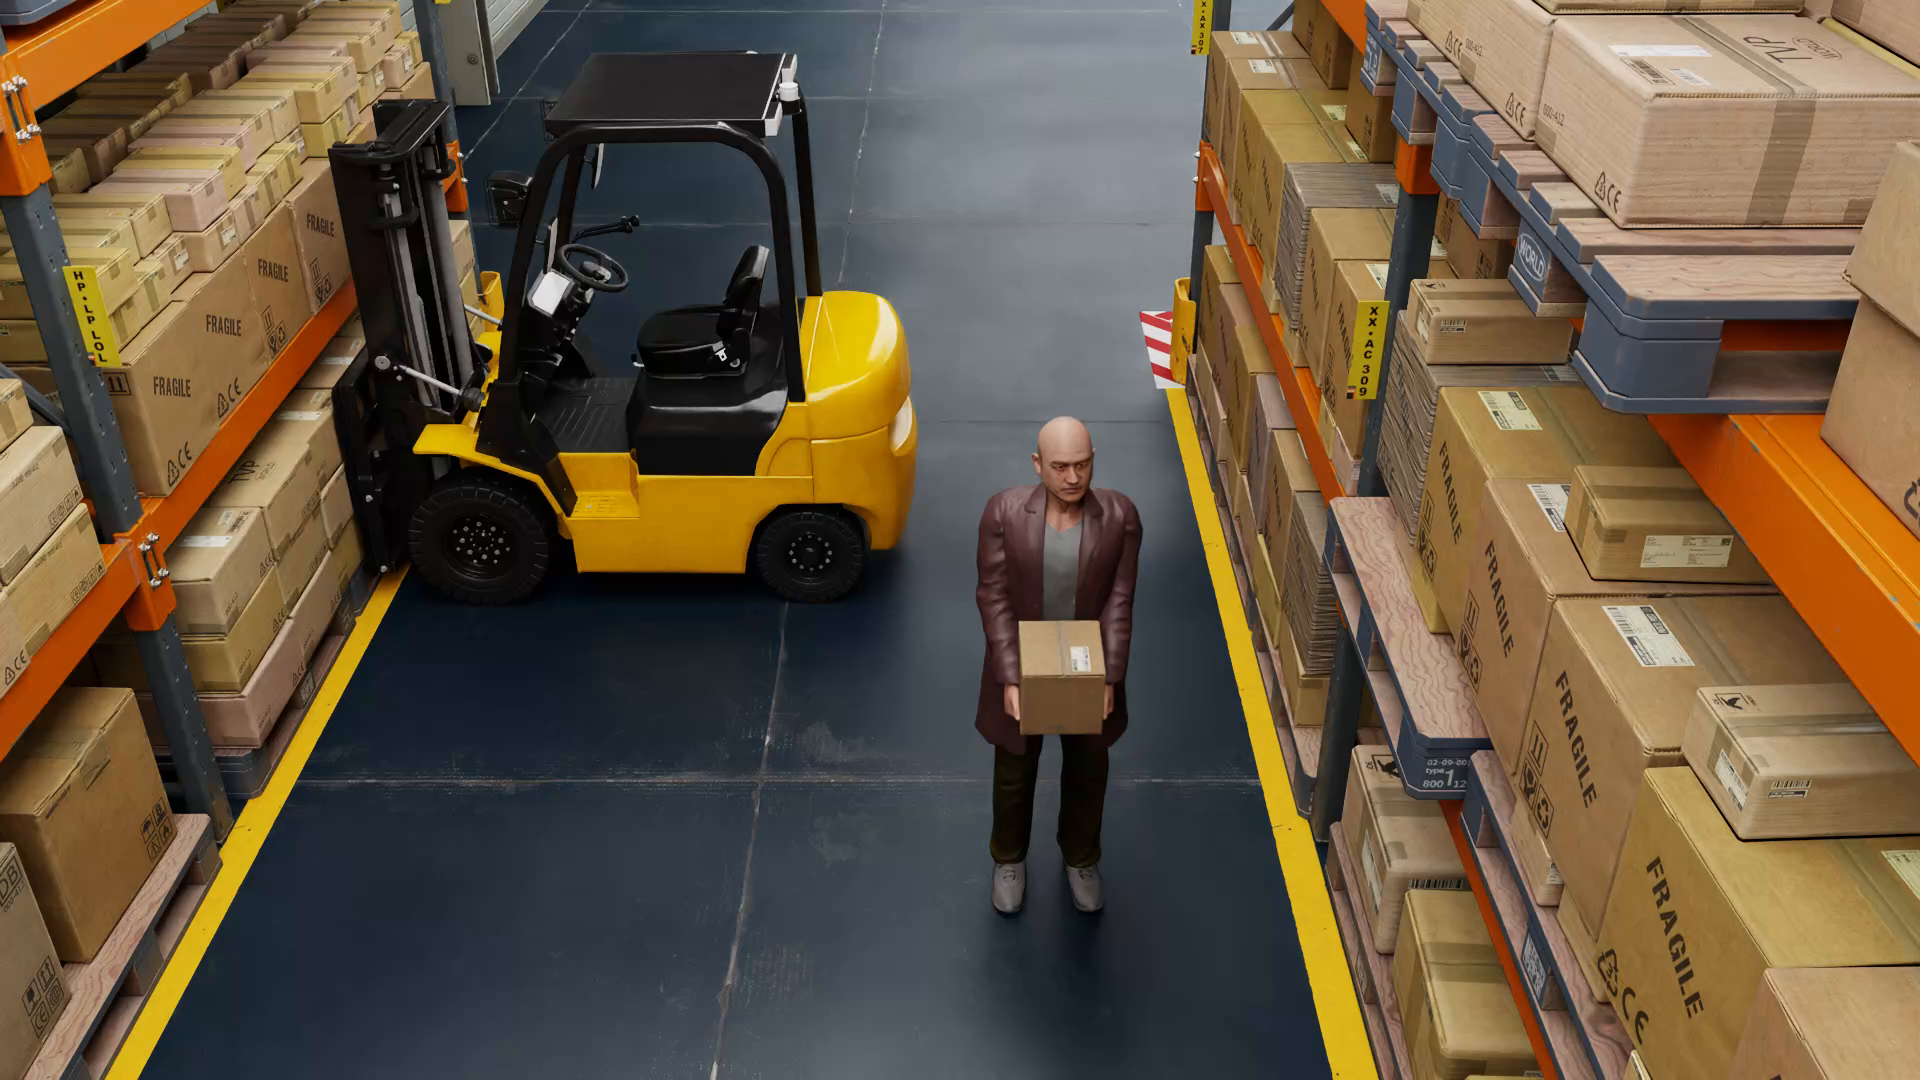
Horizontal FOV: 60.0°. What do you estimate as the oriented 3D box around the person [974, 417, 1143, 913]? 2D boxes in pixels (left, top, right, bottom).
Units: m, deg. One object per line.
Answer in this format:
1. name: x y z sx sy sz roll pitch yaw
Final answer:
1. person: 0.312 0.482 5.354 0.527 1.776 0.554 0 31 -1
